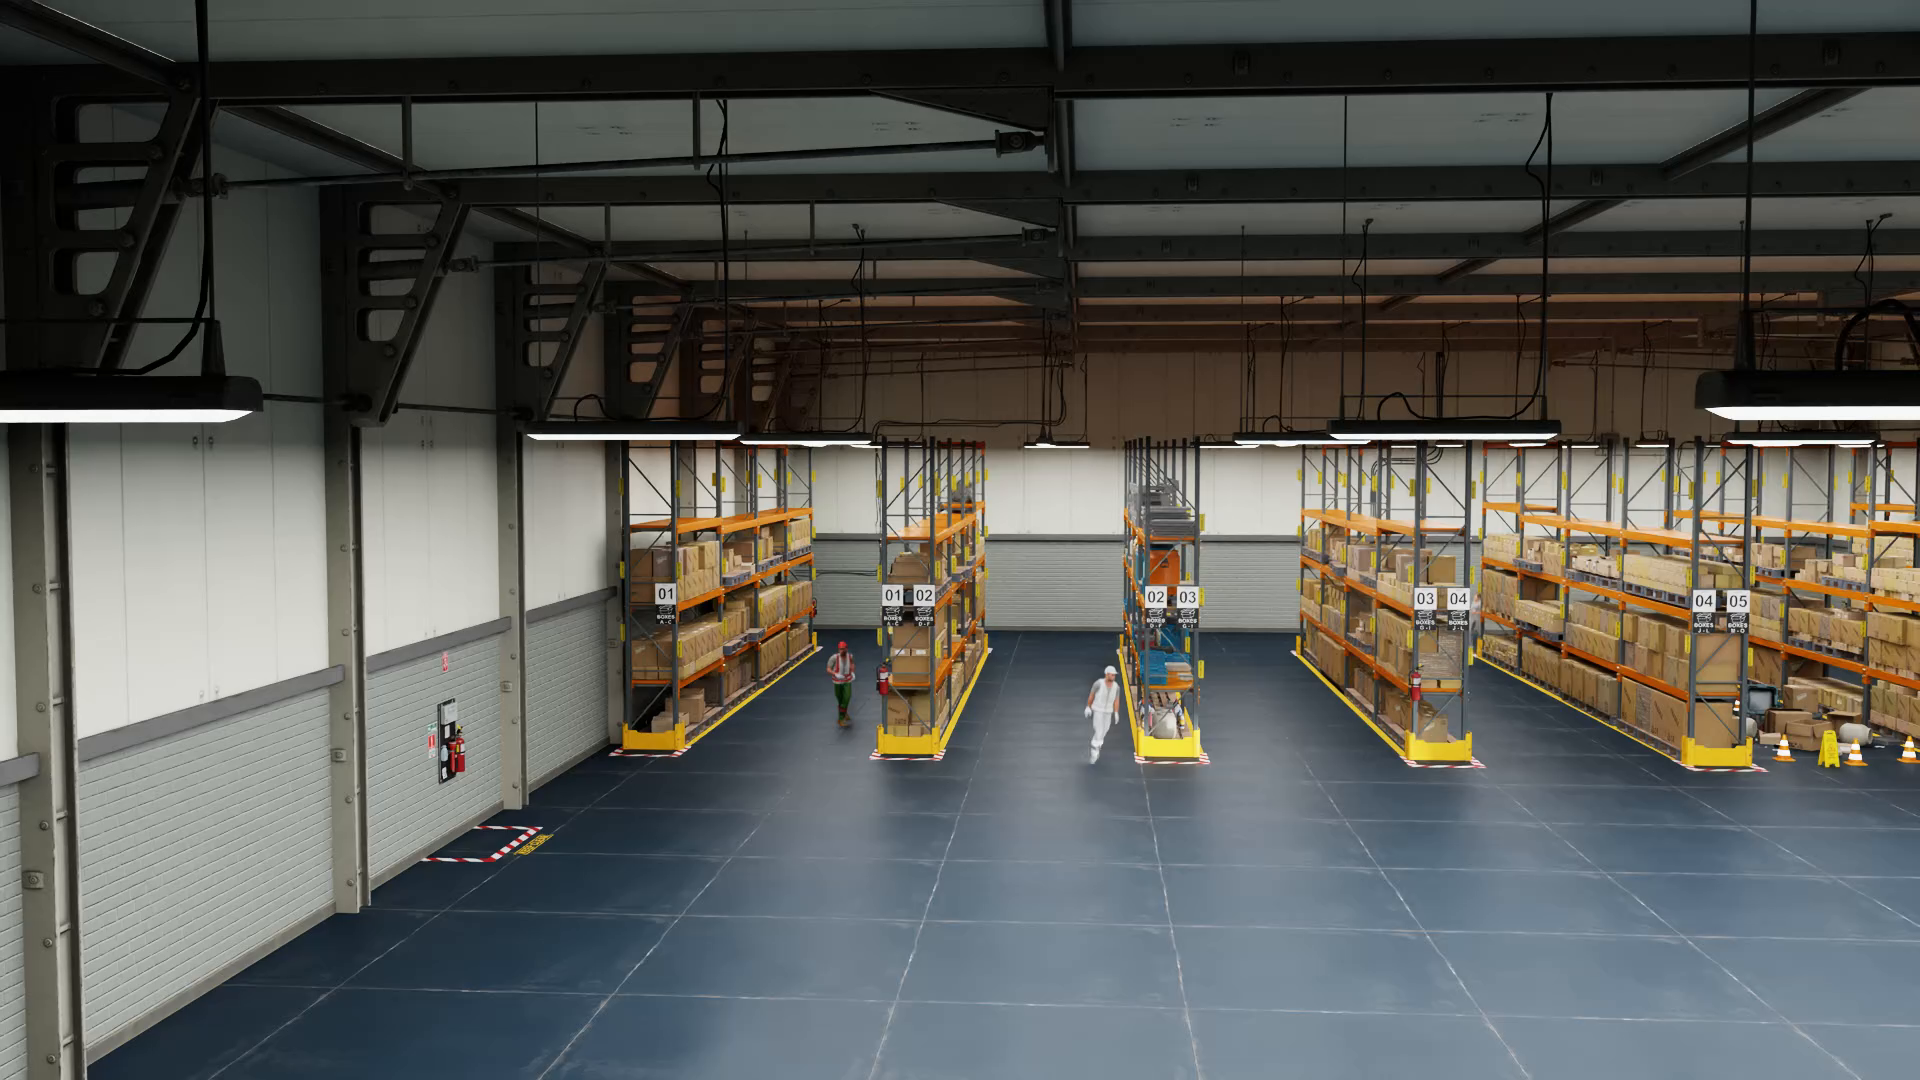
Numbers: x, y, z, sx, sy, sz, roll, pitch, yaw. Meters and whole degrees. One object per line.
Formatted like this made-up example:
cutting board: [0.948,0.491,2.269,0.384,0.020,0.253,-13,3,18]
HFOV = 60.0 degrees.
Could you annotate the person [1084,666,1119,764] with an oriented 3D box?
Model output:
person: [2.614,3.202,30.749,0.648,1.777,0.621,-1,3,-20]

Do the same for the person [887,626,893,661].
person: [-1.719,2.499,44.492,0.679,1.704,0.589,-2,4,-31]

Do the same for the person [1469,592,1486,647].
person: [14.809,2.341,47.616,0.767,1.719,0.540,-2,4,-31]

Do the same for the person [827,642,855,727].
person: [-2.490,2.976,34.752,0.620,1.763,0.856,-1,3,-10]
